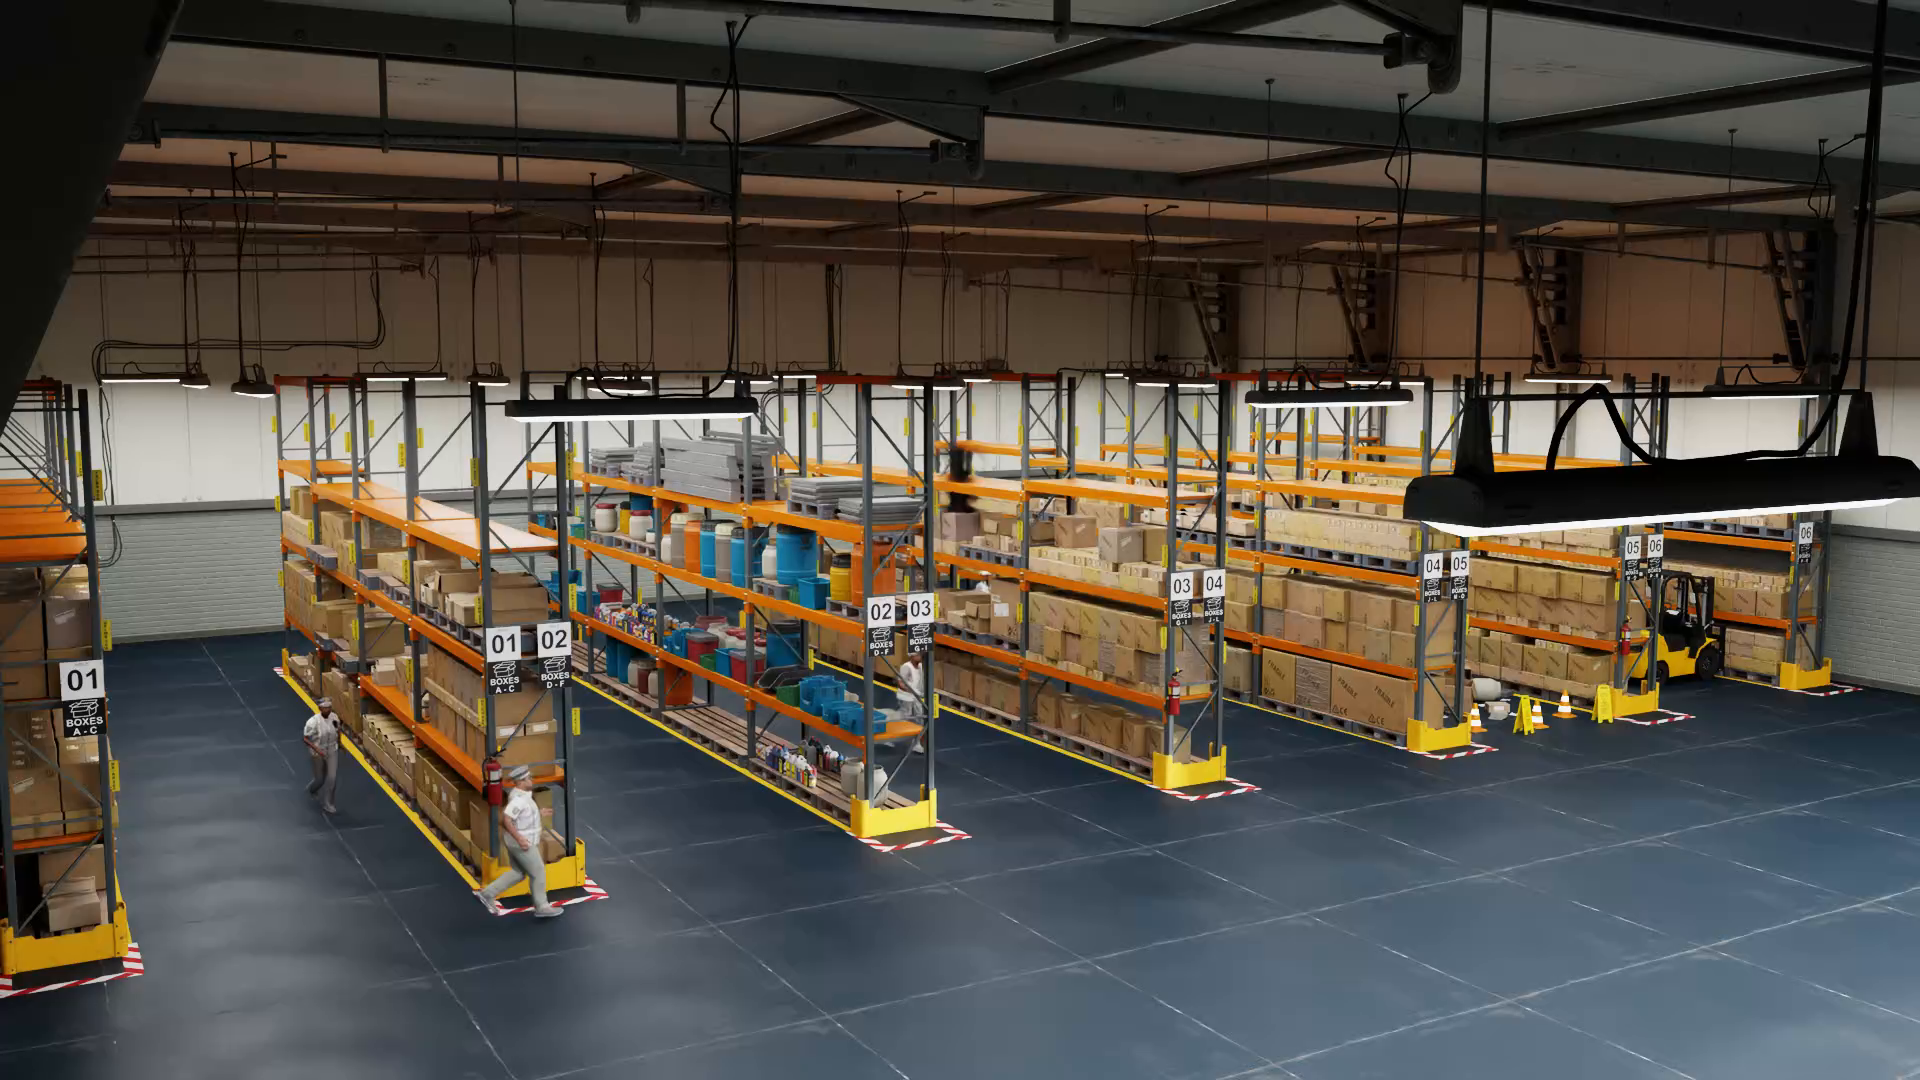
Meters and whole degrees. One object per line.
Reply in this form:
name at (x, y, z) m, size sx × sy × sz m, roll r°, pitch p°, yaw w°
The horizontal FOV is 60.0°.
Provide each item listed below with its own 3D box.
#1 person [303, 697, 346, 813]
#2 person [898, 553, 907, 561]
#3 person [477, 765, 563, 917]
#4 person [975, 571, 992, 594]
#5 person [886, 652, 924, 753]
person at (-8.965, 2.977, 23.346) m, size 0.574 × 1.638 × 0.736 m, roll -5°, pitch 8°, yaw -40°
person at (-1.424, 1.139, 40.093) m, size 0.656 × 1.696 × 0.816 m, roll -2°, pitch 6°, yaw -15°
person at (-4.946, 3.395, 18.690) m, size 0.913 × 1.759 × 0.672 m, roll -2°, pitch 7°, yaw -21°
person at (0.589, 1.516, 36.036) m, size 0.628 × 1.826 × 0.831 m, roll -3°, pitch 7°, yaw -24°
person at (-0.879, 2.545, 26.748) m, size 0.883 × 1.742 × 0.687 m, roll 4°, pitch 7°, yaw 33°
